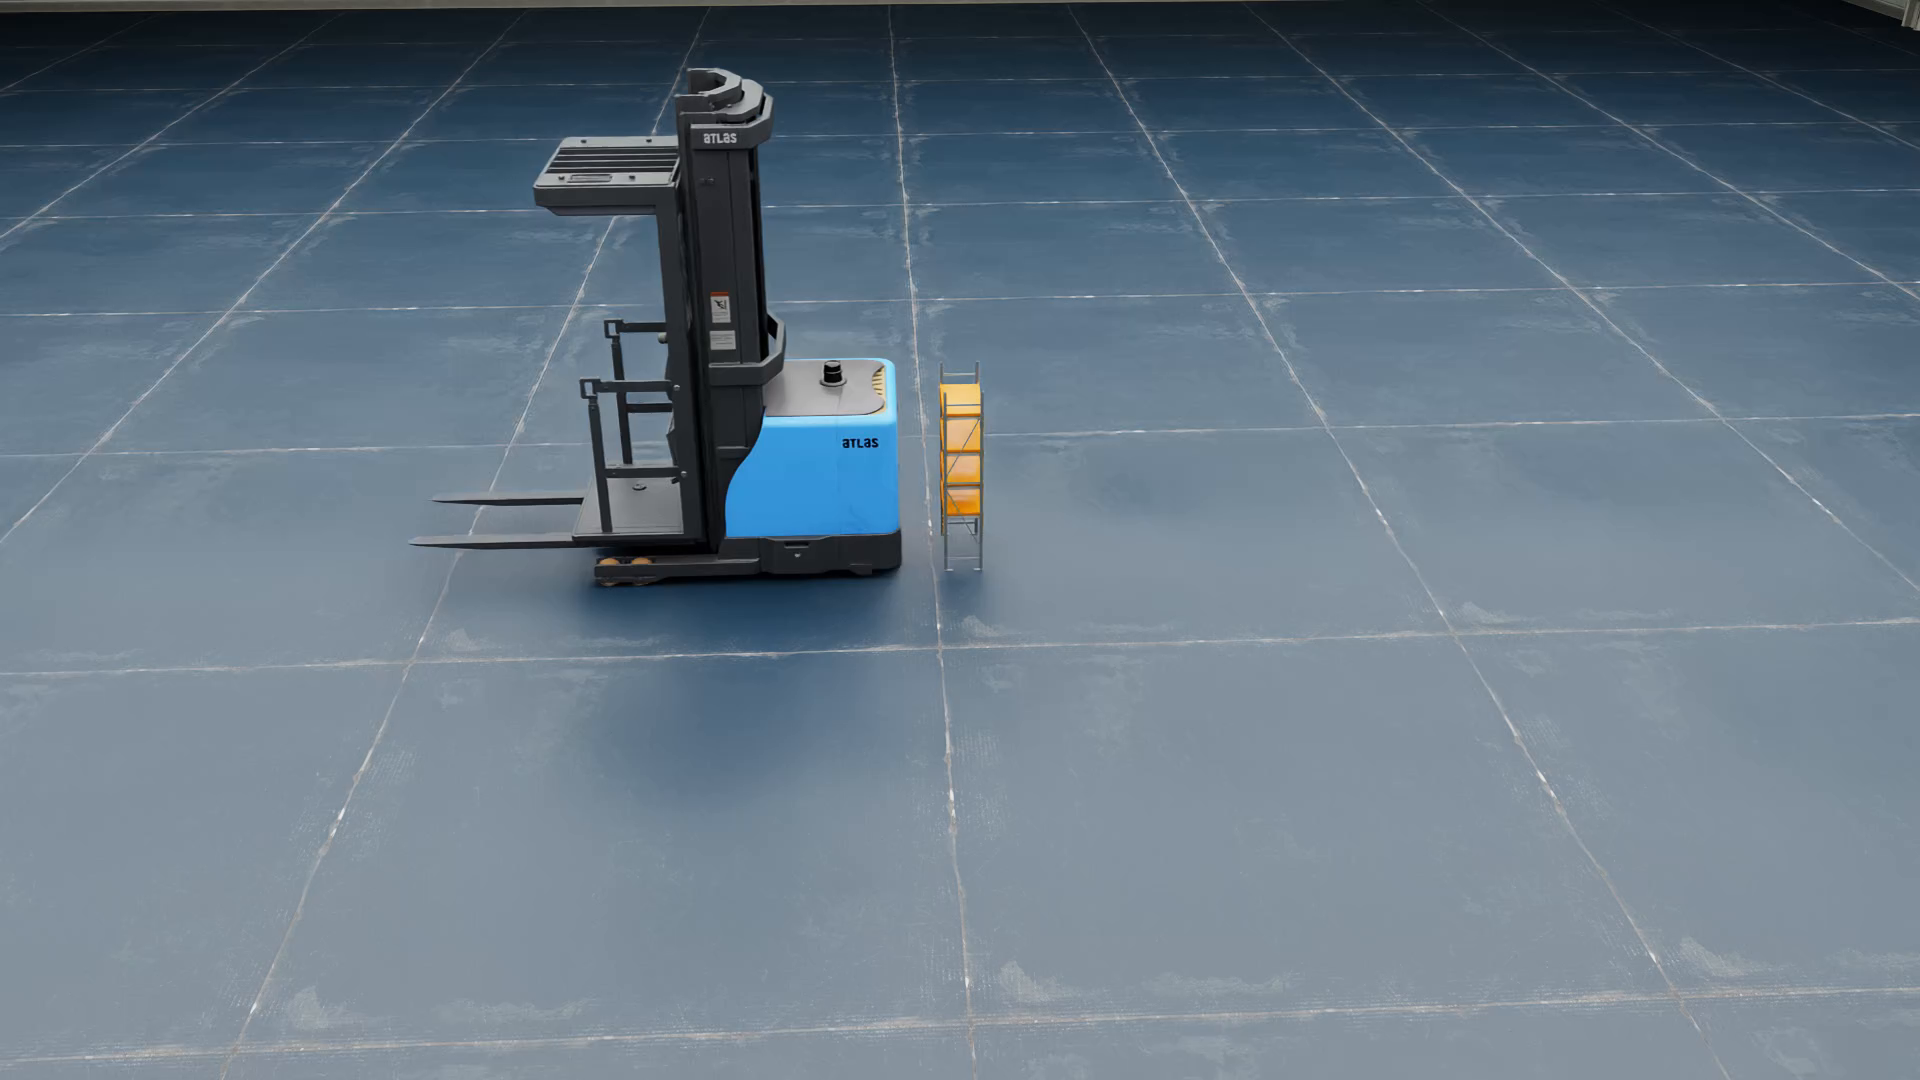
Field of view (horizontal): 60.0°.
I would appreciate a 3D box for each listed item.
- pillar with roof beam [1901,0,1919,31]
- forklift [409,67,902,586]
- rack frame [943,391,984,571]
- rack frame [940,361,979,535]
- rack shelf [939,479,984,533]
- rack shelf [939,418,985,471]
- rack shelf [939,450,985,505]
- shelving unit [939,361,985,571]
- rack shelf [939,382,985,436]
[{"bbox_3d":[10.811,-11.966,23.962,9.100,9.000,0.400,-1,28,-3],"label":"pillar with roof beam"},{"bbox_3d":[-1.896,-1.267,10.011,3.031,2.935,1.130,-1,28,-2],"label":"forklift"},{"bbox_3d":[0.021,-0.343,10.110,0.240,1.200,0.015,-1,28,-3],"label":"rack frame"},{"bbox_3d":[-0.004,-0.568,10.542,0.240,1.200,0.015,-1,28,-3],"label":"rack frame"},{"bbox_3d":[0.009,-0.220,10.449,0.258,0.148,0.480,-1,28,-3],"label":"rack shelf"},{"bbox_3d":[0.009,-0.594,10.254,0.258,0.148,0.480,-1,28,-3],"label":"rack shelf"},{"bbox_3d":[0.009,-0.396,10.357,0.258,0.148,0.480,-1,28,-3],"label":"rack shelf"},{"bbox_3d":[0.009,-0.456,10.326,0.258,1.200,0.503,-1,28,-3],"label":"shelving unit"},{"bbox_3d":[0.009,-0.804,10.144,0.258,0.148,0.480,-1,28,-3],"label":"rack shelf"}]
